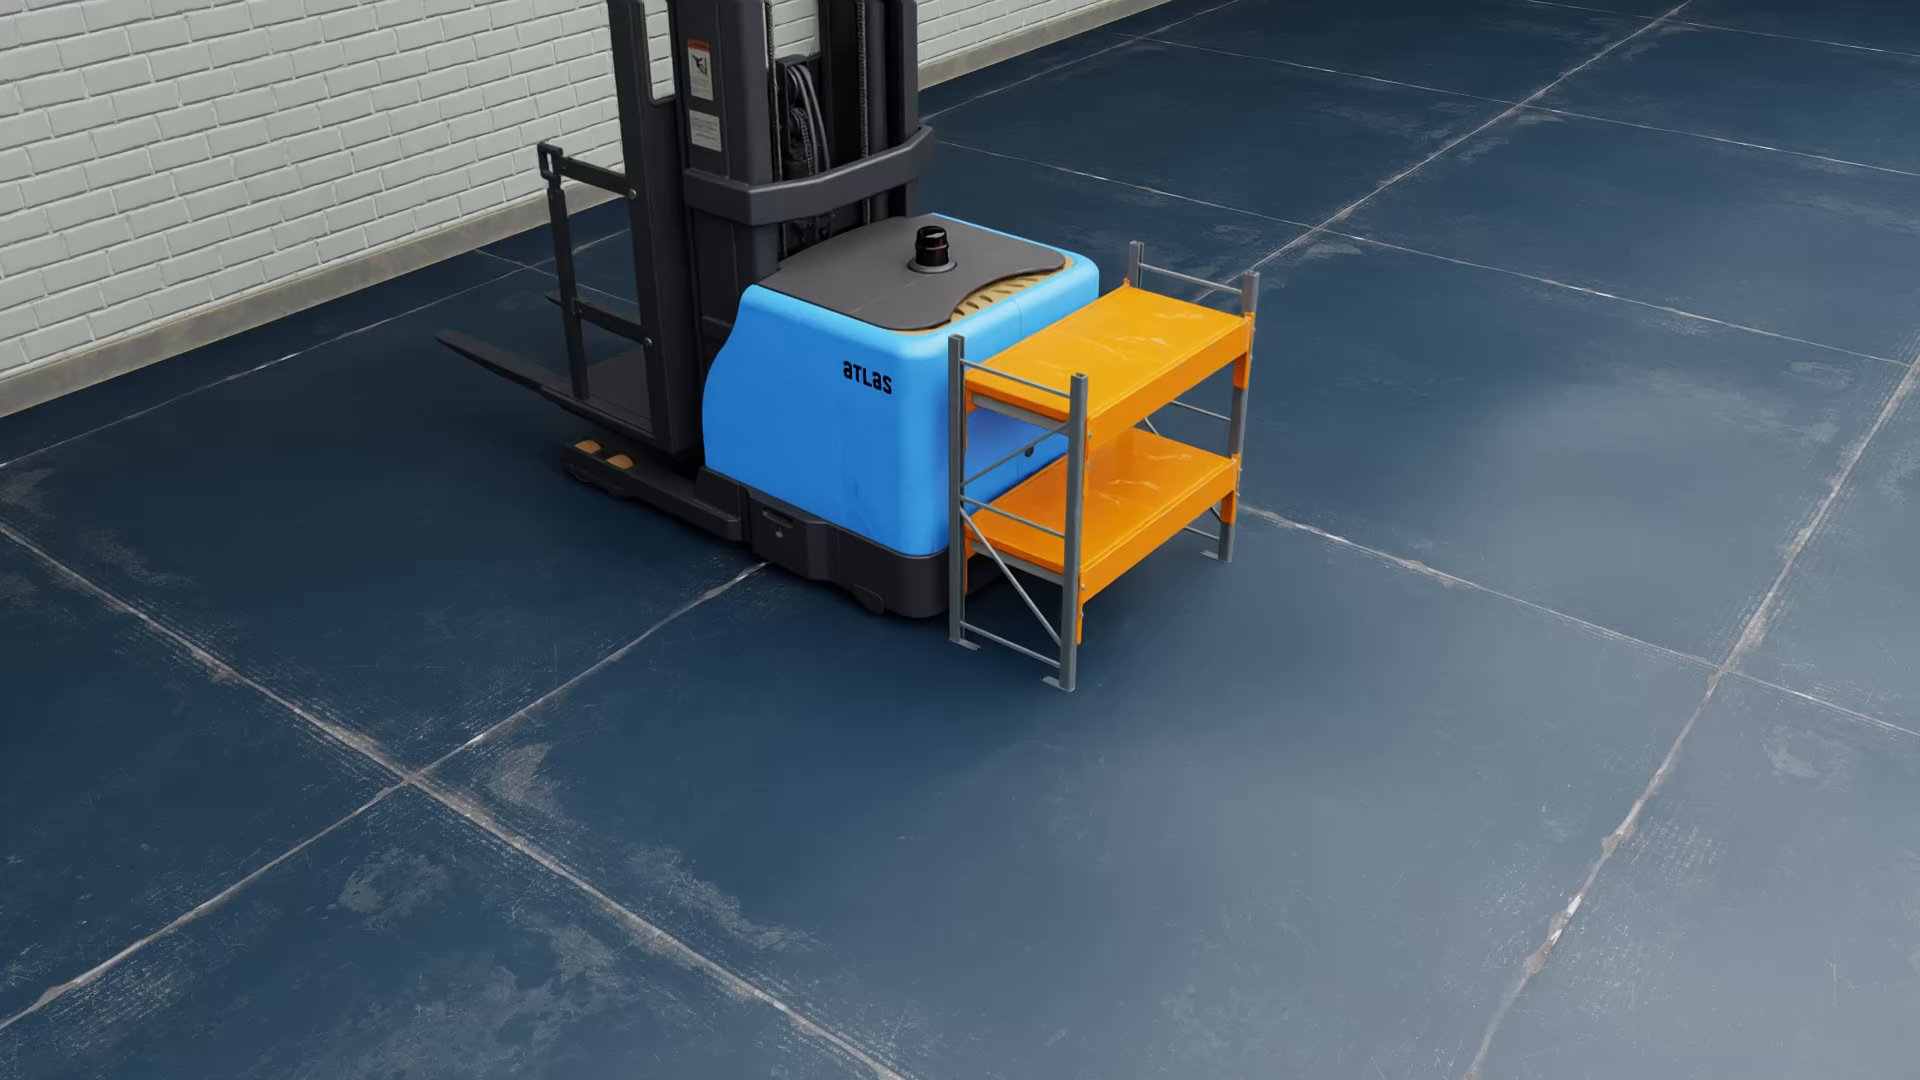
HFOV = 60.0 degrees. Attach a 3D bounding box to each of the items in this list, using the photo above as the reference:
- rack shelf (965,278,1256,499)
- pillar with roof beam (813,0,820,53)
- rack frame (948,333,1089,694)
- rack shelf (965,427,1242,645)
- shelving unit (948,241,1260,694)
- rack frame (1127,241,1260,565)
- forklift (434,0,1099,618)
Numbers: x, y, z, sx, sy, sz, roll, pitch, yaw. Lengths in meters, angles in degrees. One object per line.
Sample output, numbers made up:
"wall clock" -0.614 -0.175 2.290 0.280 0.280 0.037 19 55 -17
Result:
"rack shelf" 0.482 -0.525 5.459 0.538 0.278 1.000 22 37 32
"pillar with roof beam" 2.747 -5.281 6.334 9.100 9.000 0.400 21 37 31
"rack frame" 0.169 -0.069 5.263 0.500 1.125 0.032 22 37 32
"rack shelf" 0.482 -0.063 5.733 0.538 0.278 1.000 22 37 32
"shelving unit" 0.482 -0.273 5.608 0.538 1.125 1.048 22 37 32
"rack frame" 0.794 -0.478 5.953 0.500 1.125 0.032 22 37 32
"forklift" -0.952 -1.611 6.094 3.031 2.935 1.130 23 38 34
